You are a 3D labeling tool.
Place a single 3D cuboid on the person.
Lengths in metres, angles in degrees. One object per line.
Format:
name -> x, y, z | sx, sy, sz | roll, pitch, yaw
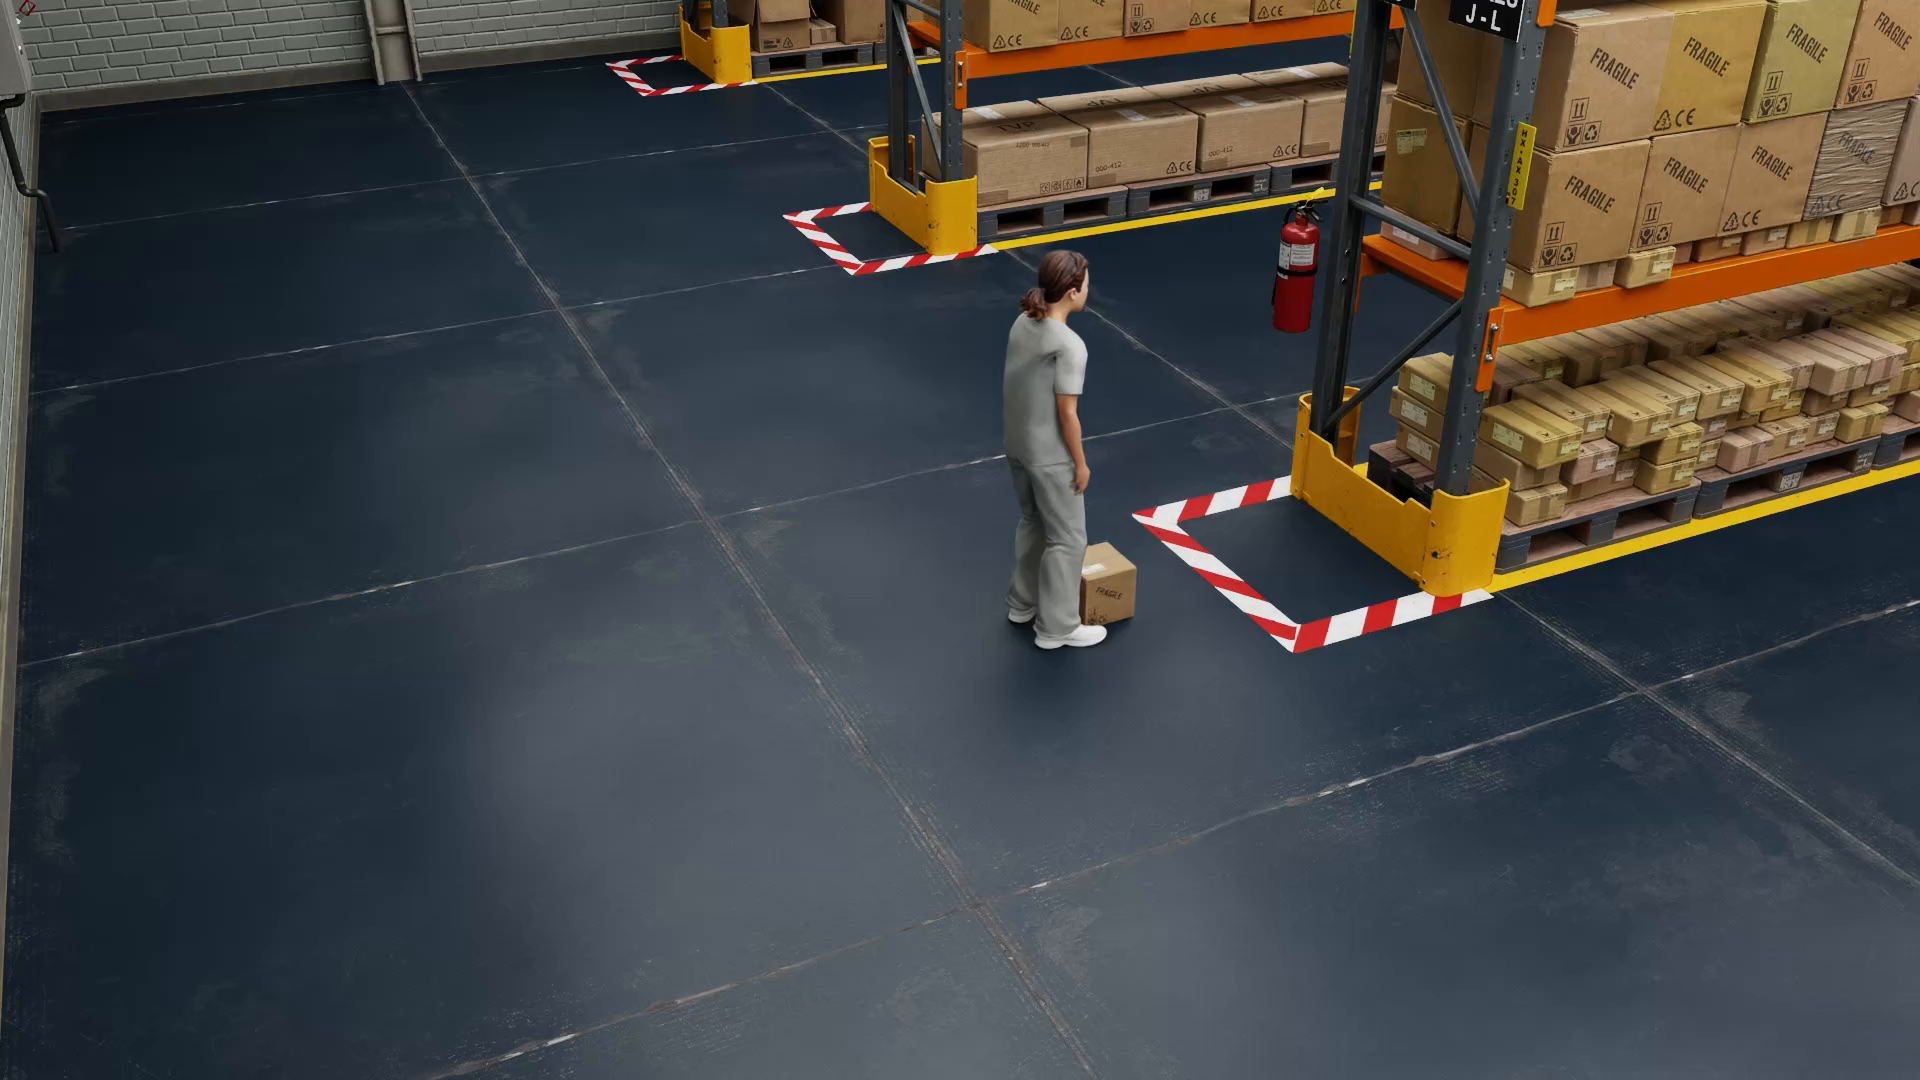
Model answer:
person -> 0.368, -0.363, 6.772 | 0.360, 1.671, 0.500 | -15, 33, -24
